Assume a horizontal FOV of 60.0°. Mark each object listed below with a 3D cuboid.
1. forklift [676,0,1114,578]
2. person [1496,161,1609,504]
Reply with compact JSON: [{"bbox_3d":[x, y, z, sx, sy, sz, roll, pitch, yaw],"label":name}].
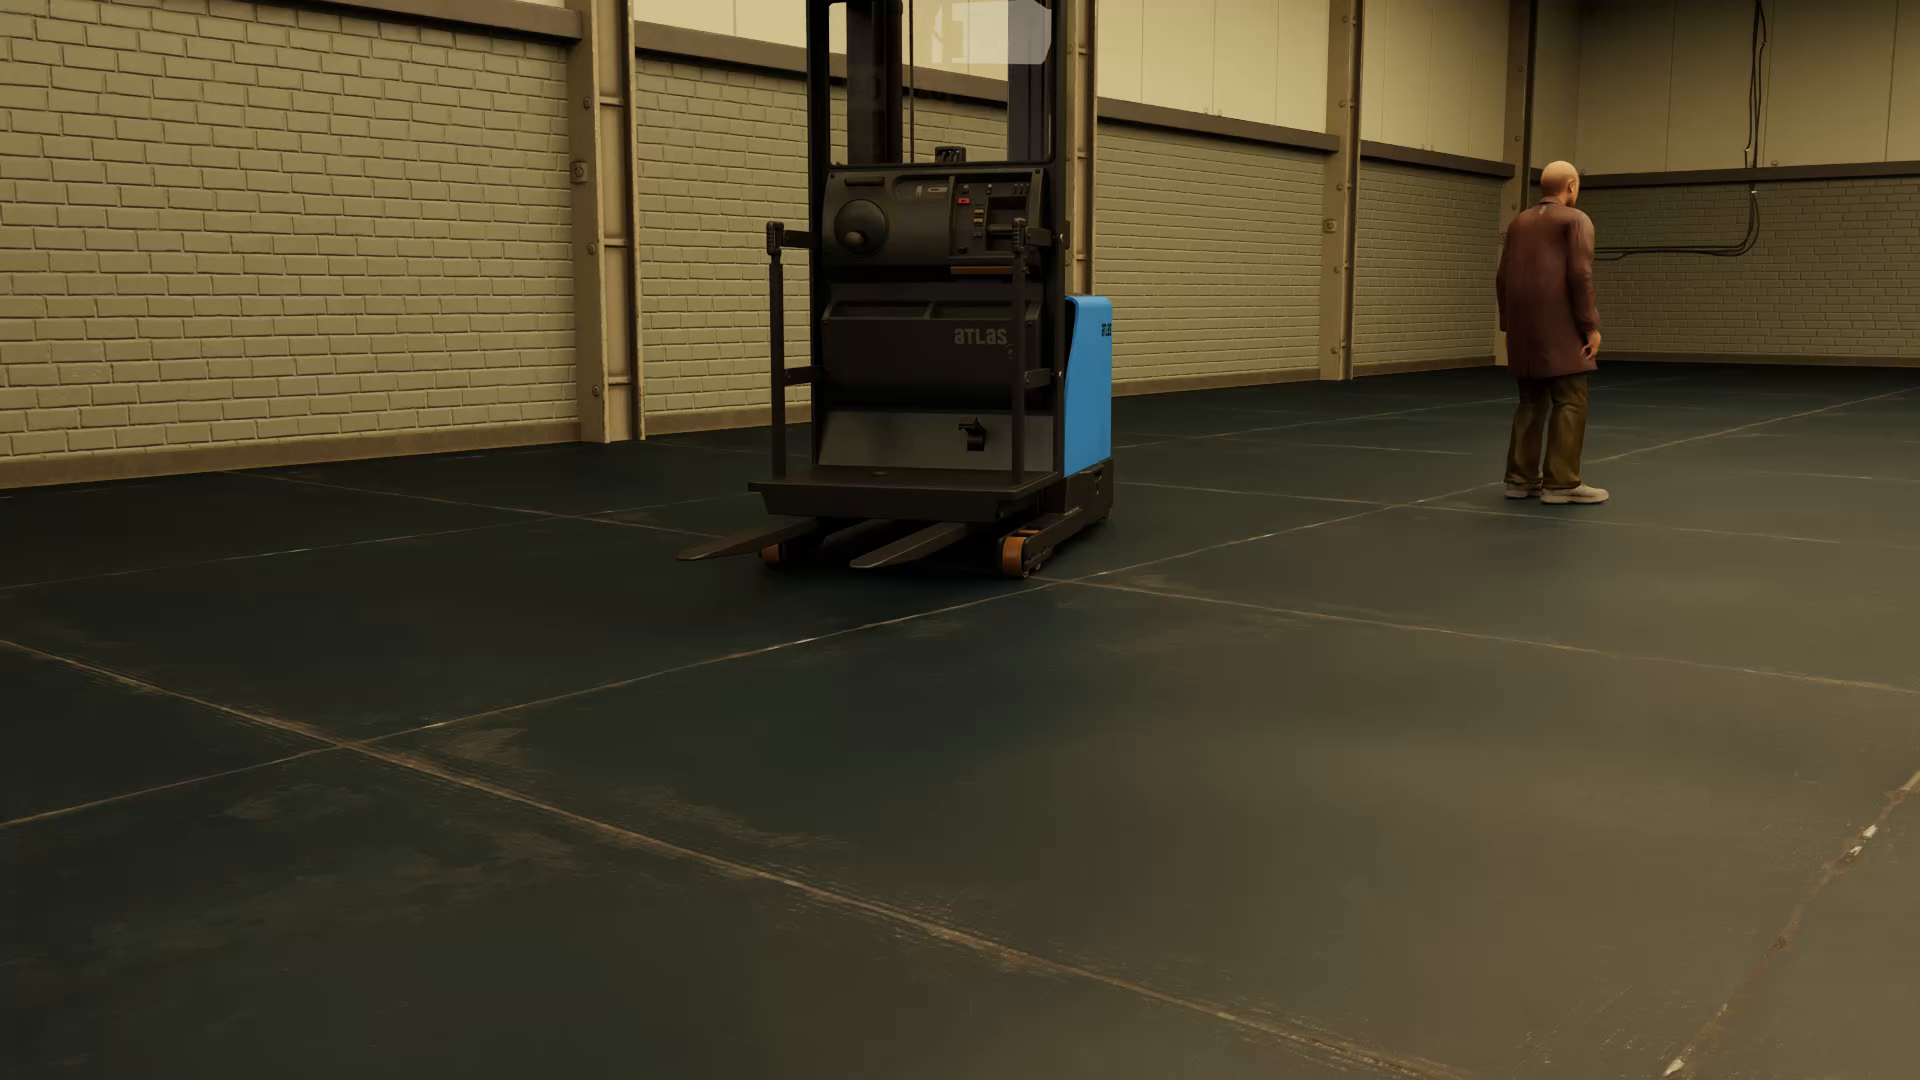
[{"bbox_3d":[-0.176,-1.366,6.616,1.130,2.935,3.031,3,9,17],"label":"forklift"},{"bbox_3d":[3.108,-1.095,8.767,0.436,1.772,0.644,-4,9,-27],"label":"person"}]
